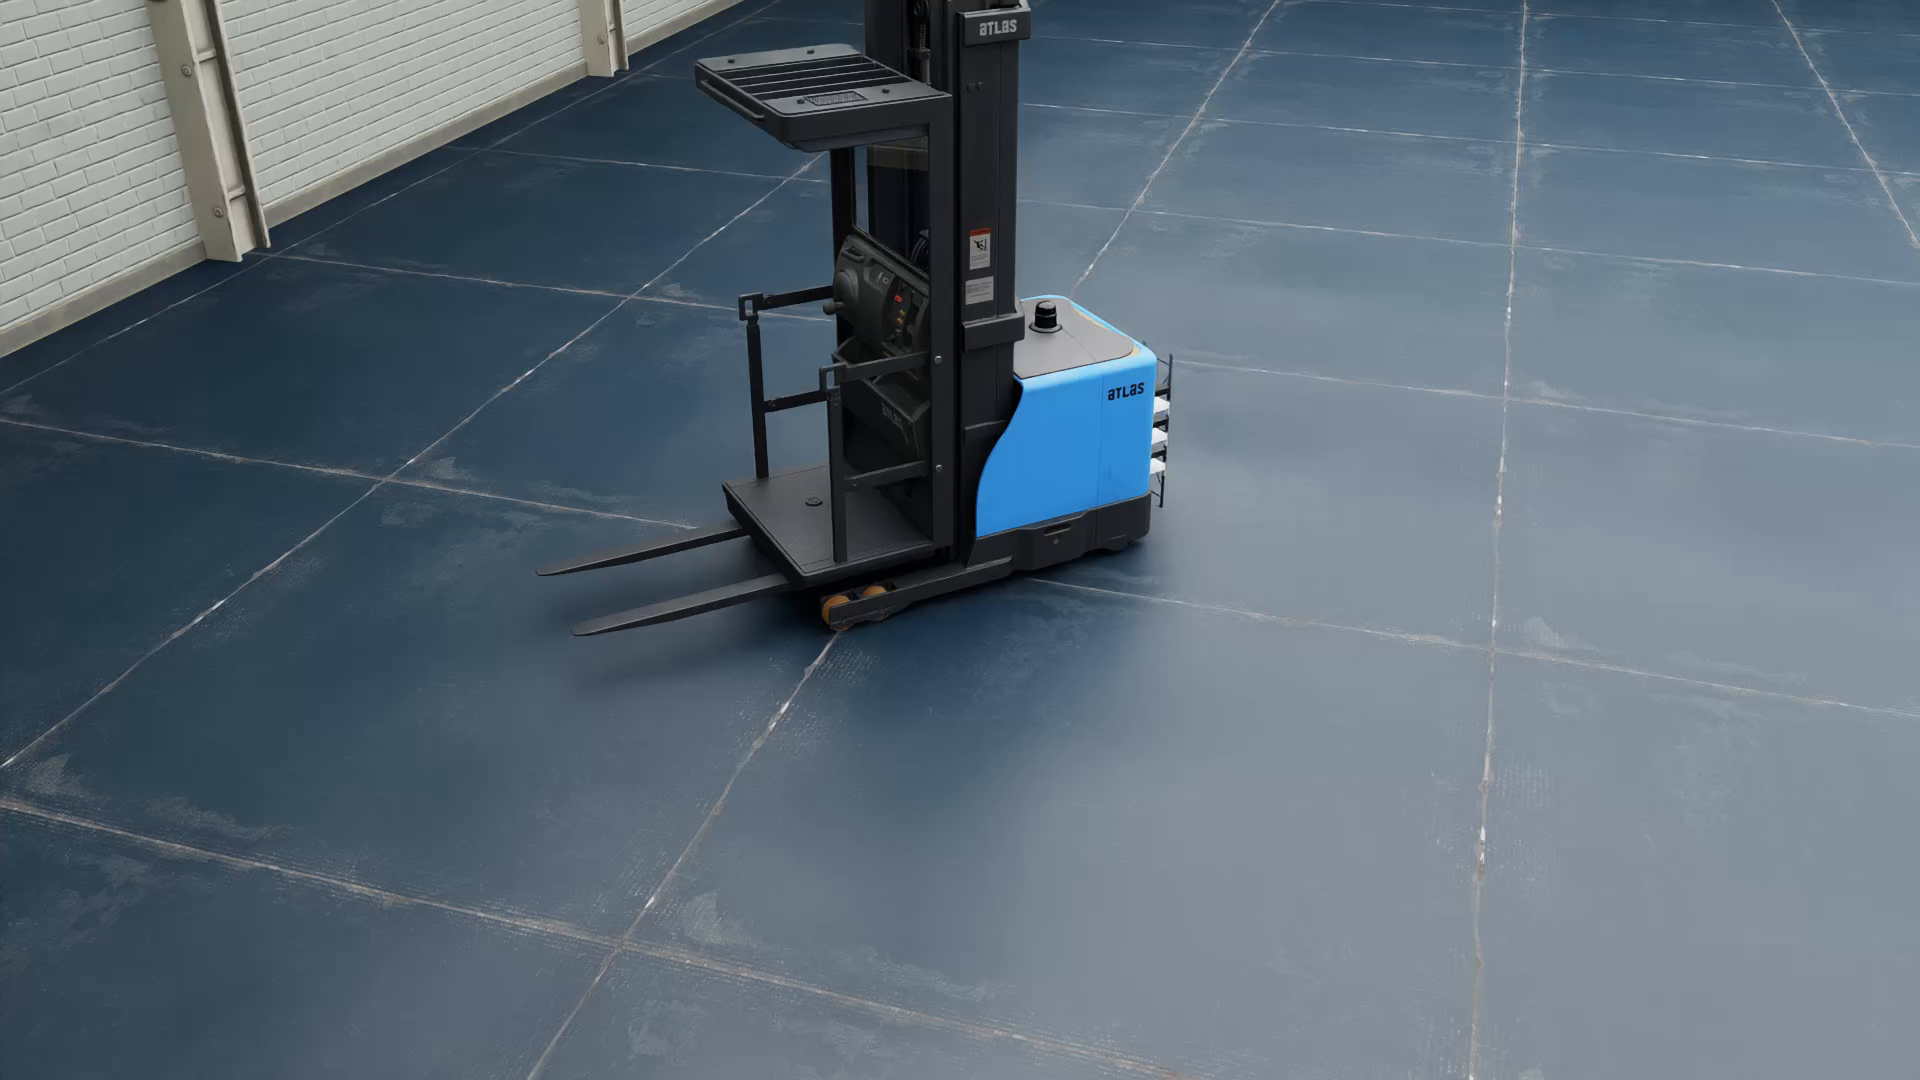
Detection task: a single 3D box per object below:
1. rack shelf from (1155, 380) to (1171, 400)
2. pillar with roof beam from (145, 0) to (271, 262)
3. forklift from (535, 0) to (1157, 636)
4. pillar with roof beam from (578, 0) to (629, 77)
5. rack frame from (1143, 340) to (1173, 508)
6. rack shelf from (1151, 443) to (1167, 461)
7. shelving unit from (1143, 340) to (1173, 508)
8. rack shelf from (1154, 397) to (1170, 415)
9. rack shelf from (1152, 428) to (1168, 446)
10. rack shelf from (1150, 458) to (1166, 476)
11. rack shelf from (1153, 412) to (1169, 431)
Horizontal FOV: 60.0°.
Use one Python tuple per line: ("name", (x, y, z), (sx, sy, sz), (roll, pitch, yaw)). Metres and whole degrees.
("rack shelf", (0.953, -0.794, 8.765), (0.200, 0.077, 0.258), (-18, 34, -29))
("pillar with roof beam", (-1.405, -5.522, 9.420), (9.100, 9.000, 0.400), (8, 30, 15))
("forklift", (-0.557, -1.139, 7.783), (3.031, 2.935, 1.130), (-14, 32, -24))
("pillar with roof beam", (0.356, -8.311, 14.433), (9.100, 9.000, 0.400), (8, 30, 15))
("rack frame", (1.037, -0.615, 8.929), (0.006, 0.900, 0.240), (-18, 34, -29))
("rack shelf", (0.953, -0.479, 8.940), (0.200, 0.077, 0.258), (-18, 34, -29))
("shelving unit", (0.953, -0.587, 8.880), (0.210, 0.900, 0.258), (-18, 34, -29))
("rack shelf", (0.953, -0.715, 8.808), (0.200, 0.077, 0.258), (-18, 34, -29))
("rack shelf", (0.953, -0.558, 8.896), (0.200, 0.077, 0.258), (-18, 34, -29))
("rack shelf", (0.953, -0.401, 8.983), (0.200, 0.077, 0.258), (-18, 34, -29))
("rack shelf", (0.953, -0.637, 8.852), (0.200, 0.077, 0.258), (-18, 34, -29))
